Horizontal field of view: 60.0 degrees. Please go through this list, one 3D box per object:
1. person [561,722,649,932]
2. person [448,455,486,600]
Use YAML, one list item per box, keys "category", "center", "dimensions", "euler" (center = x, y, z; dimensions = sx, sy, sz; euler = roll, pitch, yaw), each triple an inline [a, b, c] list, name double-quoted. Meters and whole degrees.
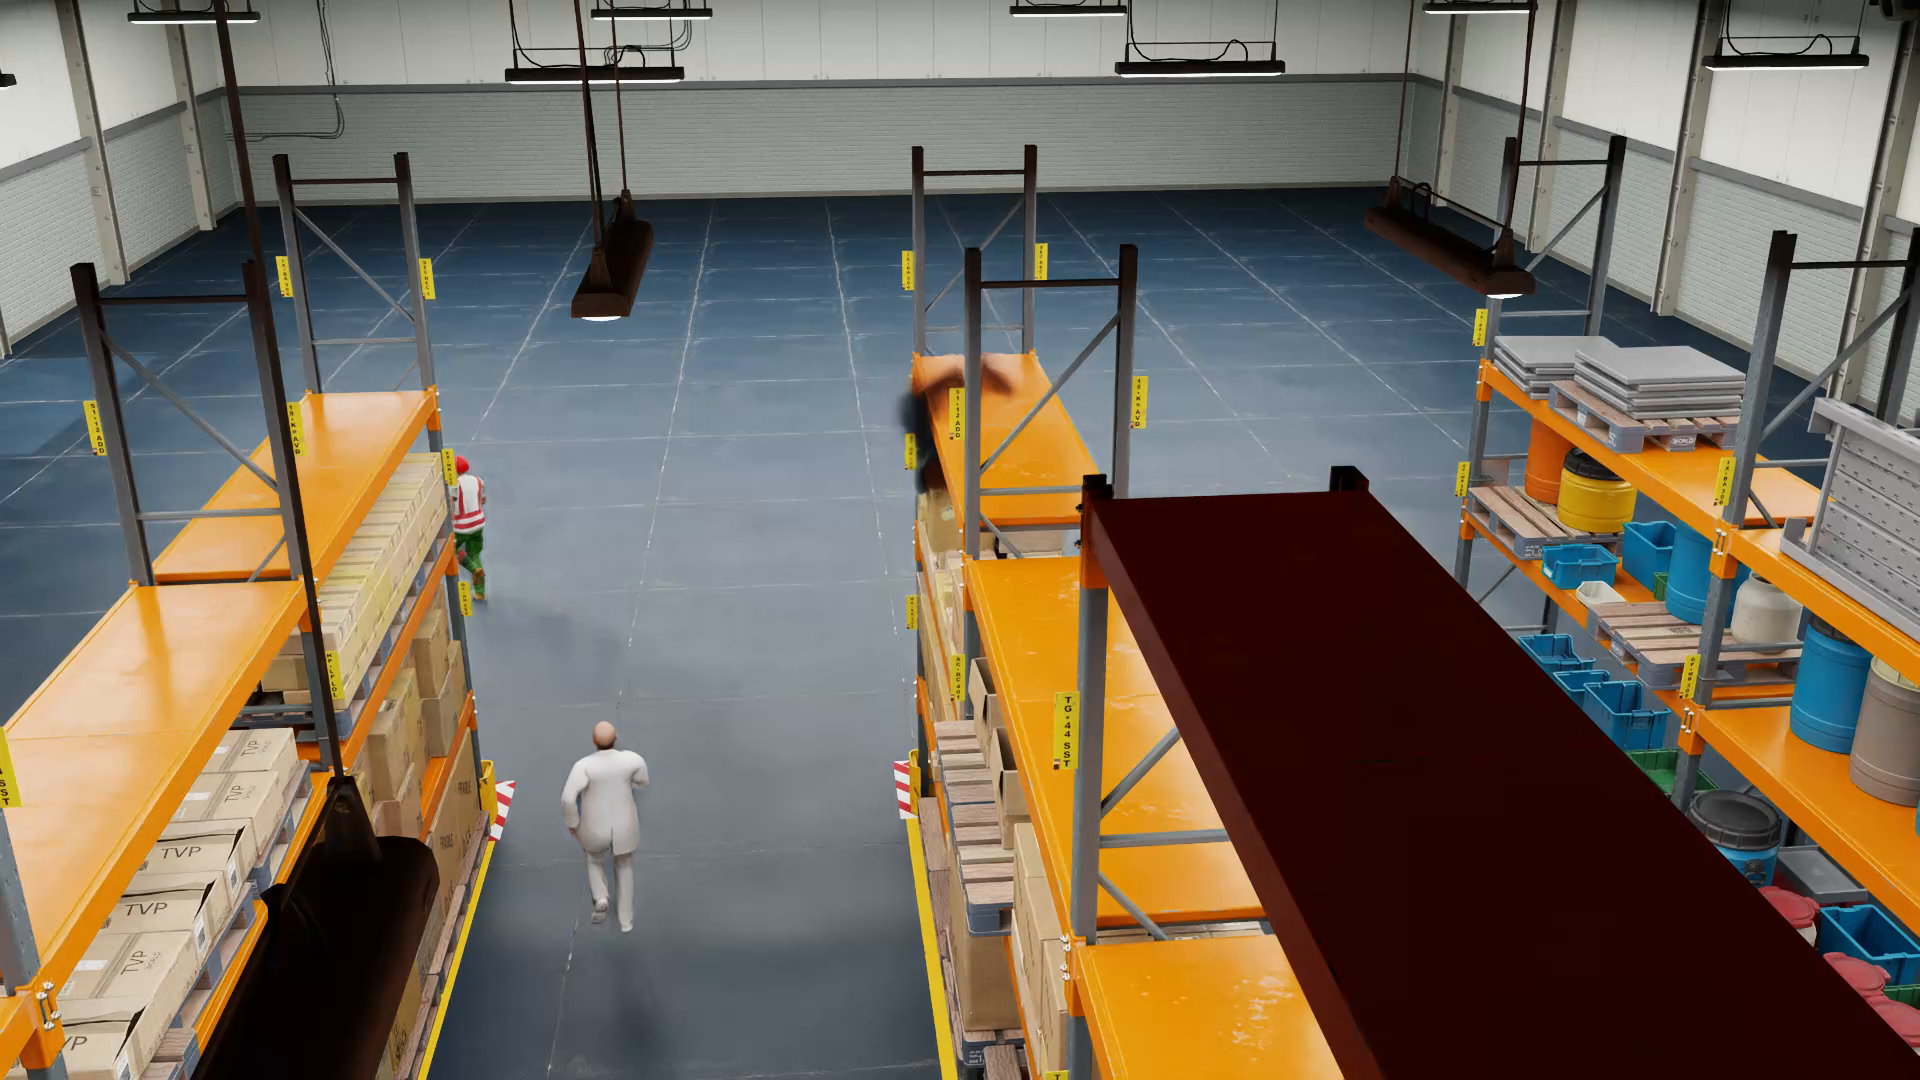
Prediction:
- category: "person"
  center: [-2.770, 2.209, 13.037]
  dimensions: [0.706, 1.793, 0.714]
  euler: [-8, 23, -18]
- category: "person"
  center: [-5.895, -0.167, 19.698]
  dimensions: [0.657, 1.728, 0.707]
  euler: [16, 27, 35]
